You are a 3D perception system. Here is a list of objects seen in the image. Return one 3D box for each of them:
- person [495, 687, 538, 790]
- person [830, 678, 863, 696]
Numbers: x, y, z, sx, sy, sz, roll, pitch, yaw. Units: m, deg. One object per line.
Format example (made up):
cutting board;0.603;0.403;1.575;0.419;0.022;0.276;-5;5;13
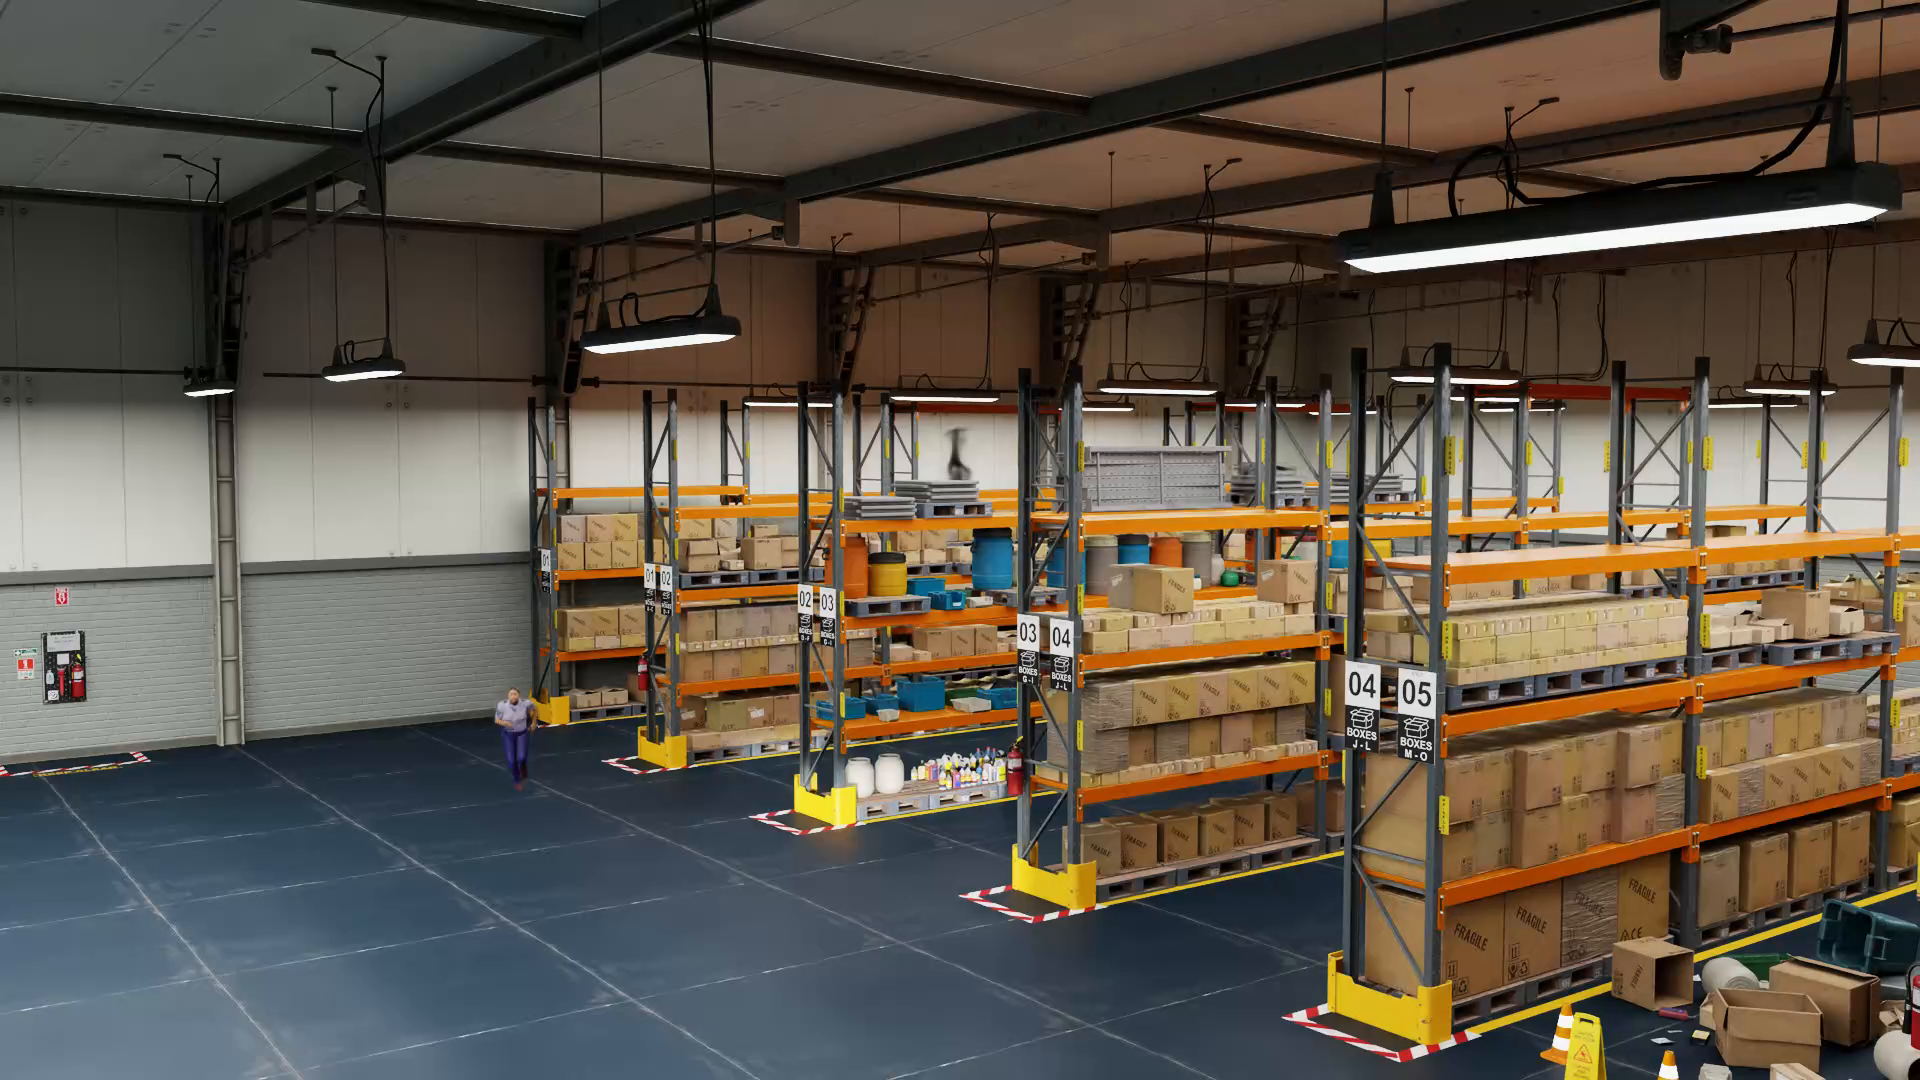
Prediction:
person;-6.558;2.933;24.589;0.592;1.573;0.699;0;3;-8
person;-2.218;2.391;31.782;0.936;1.800;0.656;-3;5;-43
